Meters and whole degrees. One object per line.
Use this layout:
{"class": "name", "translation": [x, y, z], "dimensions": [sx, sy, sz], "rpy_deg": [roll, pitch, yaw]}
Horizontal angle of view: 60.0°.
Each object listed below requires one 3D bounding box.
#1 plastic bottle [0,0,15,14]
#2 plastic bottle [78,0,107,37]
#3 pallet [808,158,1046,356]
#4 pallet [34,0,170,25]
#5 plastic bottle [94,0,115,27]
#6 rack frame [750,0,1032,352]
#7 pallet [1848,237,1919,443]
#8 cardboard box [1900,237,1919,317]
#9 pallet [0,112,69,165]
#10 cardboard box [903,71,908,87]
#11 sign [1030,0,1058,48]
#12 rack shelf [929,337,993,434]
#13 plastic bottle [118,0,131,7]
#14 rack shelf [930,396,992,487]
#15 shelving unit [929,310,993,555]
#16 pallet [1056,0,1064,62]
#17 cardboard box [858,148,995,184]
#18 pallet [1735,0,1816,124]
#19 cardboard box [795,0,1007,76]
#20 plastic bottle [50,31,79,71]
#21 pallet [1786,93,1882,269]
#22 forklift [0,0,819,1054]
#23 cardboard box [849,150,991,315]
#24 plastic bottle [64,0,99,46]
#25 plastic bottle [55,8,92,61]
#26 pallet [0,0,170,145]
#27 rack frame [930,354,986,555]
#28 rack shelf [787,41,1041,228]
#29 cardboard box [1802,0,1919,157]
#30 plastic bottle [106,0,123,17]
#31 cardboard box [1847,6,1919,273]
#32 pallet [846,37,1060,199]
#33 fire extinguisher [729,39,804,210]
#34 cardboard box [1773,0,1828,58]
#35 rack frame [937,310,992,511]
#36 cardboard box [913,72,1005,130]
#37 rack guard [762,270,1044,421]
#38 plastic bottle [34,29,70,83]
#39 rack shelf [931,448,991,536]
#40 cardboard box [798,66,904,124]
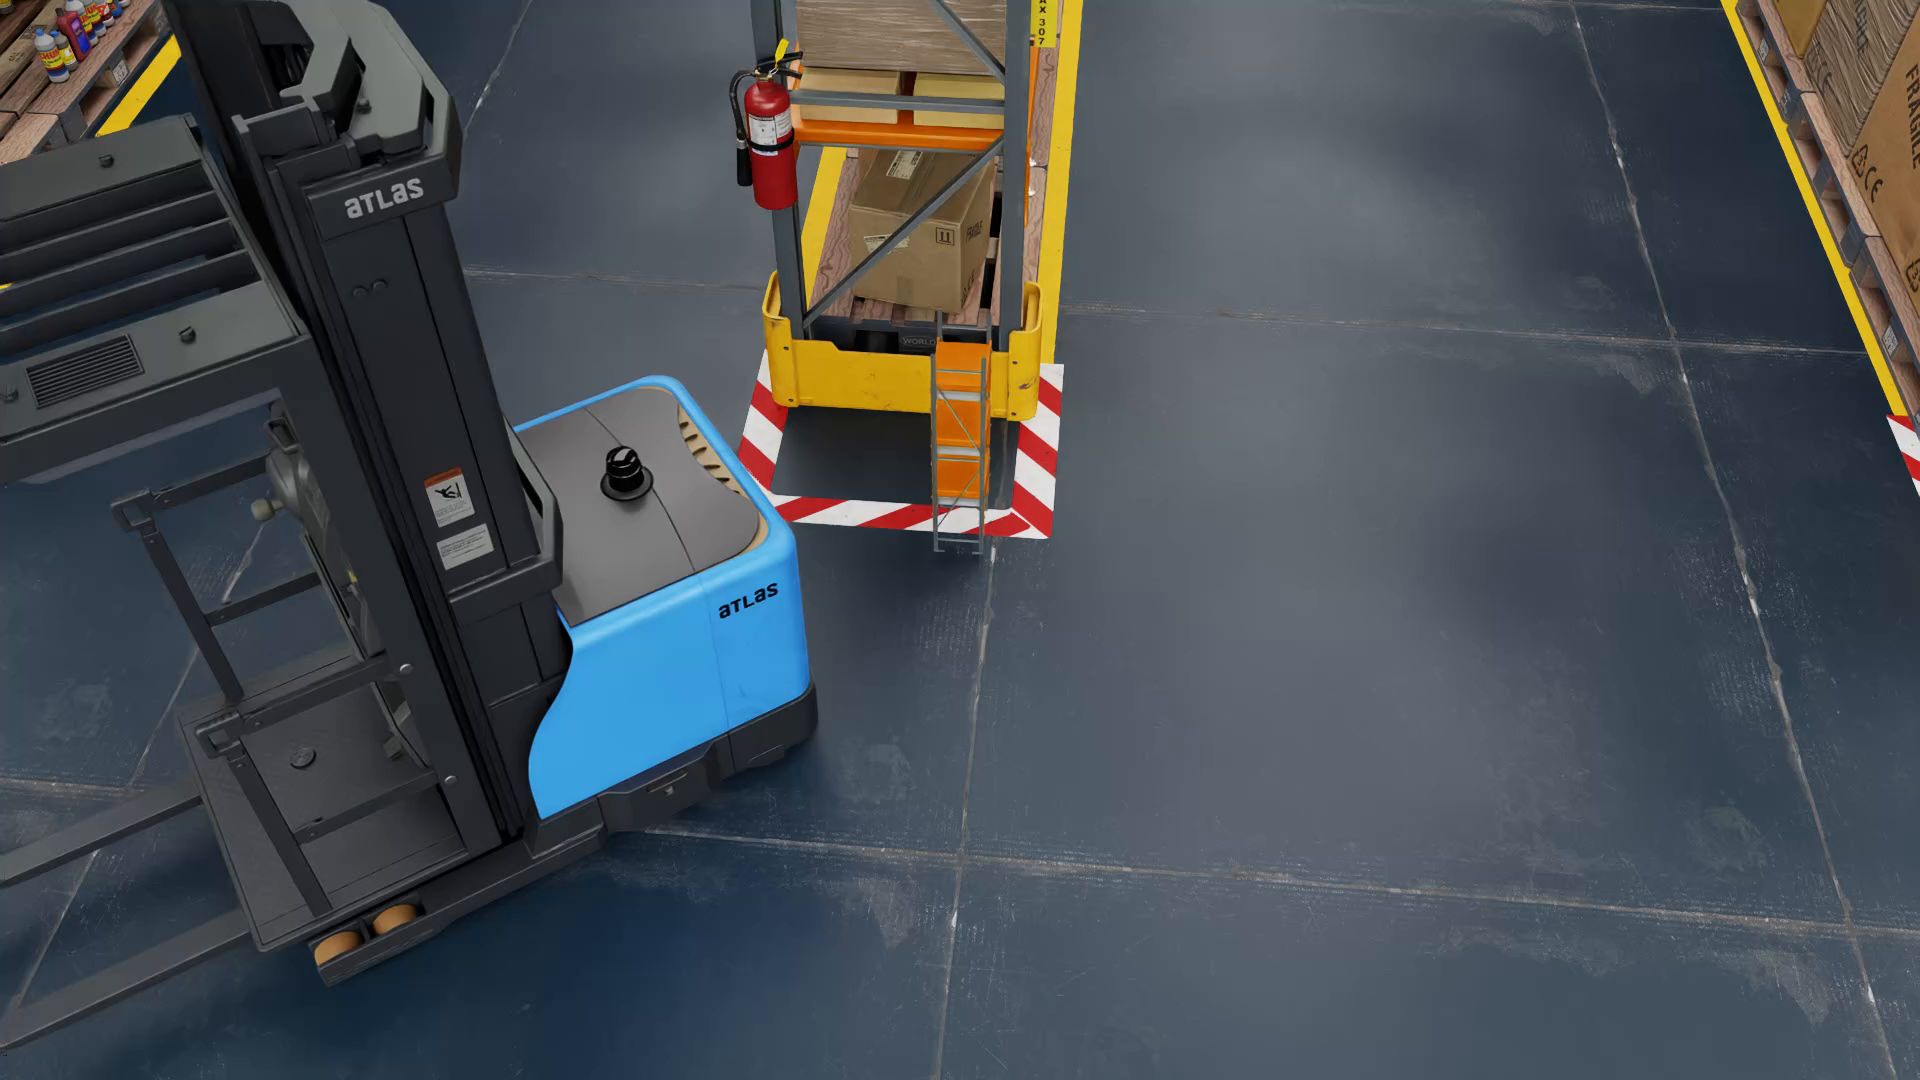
{"class": "plastic bottle", "translation": [-5.248, -2.984, 9.071], "dimensions": [0.097, 0.201, 0.097], "rpy_deg": [0, 48, 0]}
{"class": "plastic bottle", "translation": [-4.661, -2.834, 8.886], "dimensions": [0.097, 0.271, 0.097], "rpy_deg": [0, 48, 0]}
{"class": "pallet", "translation": [-0.129, -1.346, 7.864], "dimensions": [1.003, 0.211, 1.213], "rpy_deg": [4, 48, 4]}
{"class": "pallet", "translation": [-4.915, -3.477, 9.813], "dimensions": [1.003, 0.211, 1.213], "rpy_deg": [4, 48, 4]}
{"class": "plastic bottle", "translation": [-4.652, -2.883, 8.978], "dimensions": [0.097, 0.201, 0.097], "rpy_deg": [0, 48, 0]}
{"class": "rack frame", "translation": [-0.245, -1.637, 6.240], "dimensions": [1.000, 3.000, 0.127], "rpy_deg": [4, 48, 4]}
{"class": "pallet", "translation": [4.680, -0.880, 7.438], "dimensions": [1.003, 0.211, 1.213], "rpy_deg": [4, 48, 4]}
{"class": "cardboard box", "translation": [4.681, -1.156, 6.956], "dimensions": [0.875, 0.875, 0.875], "rpy_deg": [4, 48, 4]}
{"class": "pallet", "translation": [-5.138, -1.684, 8.173], "dimensions": [1.003, 0.211, 1.213], "rpy_deg": [4, 48, 4]}
{"class": "cardboard box", "translation": [-0.401, -1.959, 6.705], "dimensions": [0.380, 0.149, 0.250], "rpy_deg": [4, 48, 4]}
{"class": "sign", "translation": [0.296, -1.892, 5.887], "dimensions": [0.100, 0.325, 0.005], "rpy_deg": [4, 48, 4]}
{"class": "rack shelf", "translation": [0.005, -0.578, 6.223], "dimensions": [0.215, 0.259, 0.240], "rpy_deg": [4, 48, 4]}
{"class": "plastic bottle", "translation": [-4.633, -3.034, 9.117], "dimensions": [0.097, 0.201, 0.097], "rpy_deg": [0, 48, 0]}
{"class": "rack shelf", "translation": [0.005, -0.386, 6.432], "dimensions": [0.215, 0.259, 0.240], "rpy_deg": [4, 48, 4]}
{"class": "shelving unit", "translation": [0.005, -0.394, 6.424], "dimensions": [0.215, 1.050, 0.252], "rpy_deg": [4, 48, 4]}
{"class": "pallet", "translation": [0.094, -3.139, 9.504], "dimensions": [1.003, 0.211, 1.213], "rpy_deg": [4, 48, 4]}
{"class": "cardboard box", "translation": [-0.151, -1.834, 7.830], "dimensions": [0.500, 0.500, 0.500], "rpy_deg": [15, 49, 14]}
{"class": "pallet", "translation": [4.903, -2.673, 9.078], "dimensions": [1.003, 0.211, 1.213], "rpy_deg": [4, 48, 4]}
{"class": "cardboard box", "translation": [-0.167, -2.173, 6.461], "dimensions": [0.875, 0.500, 0.500], "rpy_deg": [4, 48, 4]}
{"class": "plastic bottle", "translation": [-4.692, -2.561, 8.684], "dimensions": [0.097, 0.201, 0.097], "rpy_deg": [0, 48, 0]}
{"class": "pallet", "translation": [4.794, -1.774, 8.256], "dimensions": [1.003, 0.211, 1.213], "rpy_deg": [4, 48, 4]}
{"class": "forklift", "translation": [-2.041, 0.002, 4.788], "dimensions": [3.031, 2.935, 1.130], "rpy_deg": [-24, 52, -21]}
{"class": "cardboard box", "translation": [-0.171, -1.392, 7.426], "dimensions": [0.500, 0.500, 0.500], "rpy_deg": [12, 49, 11]}
{"class": "plastic bottle", "translation": [-4.670, -2.760, 8.819], "dimensions": [0.097, 0.271, 0.097], "rpy_deg": [0, 48, 0]}
{"class": "plastic bottle", "translation": [-4.663, -2.678, 8.735], "dimensions": [0.061, 0.283, 0.133], "rpy_deg": [5, 48, 4]}
{"class": "pallet", "translation": [-5.024, -2.578, 8.991], "dimensions": [1.003, 0.211, 1.213], "rpy_deg": [4, 48, 4]}
{"class": "rack frame", "translation": [-0.006, -0.304, 6.342], "dimensions": [0.200, 1.050, 0.008], "rpy_deg": [4, 48, 4]}
{"class": "rack shelf", "translation": [-0.063, -2.863, 7.850], "dimensions": [1.077, 0.370, 4.000], "rpy_deg": [4, 48, 4]}
{"class": "cardboard box", "translation": [4.844, -2.473, 8.160], "dimensions": [0.875, 0.875, 0.875], "rpy_deg": [4, 48, 4]}
{"class": "plastic bottle", "translation": [-4.643, -2.983, 9.022], "dimensions": [0.097, 0.271, 0.097], "rpy_deg": [0, 48, 0]}
{"class": "cardboard box", "translation": [4.759, -1.803, 7.547], "dimensions": [0.875, 0.875, 0.875], "rpy_deg": [3, 48, 3]}
{"class": "pallet", "translation": [-0.015, -2.240, 8.682], "dimensions": [1.003, 0.211, 1.213], "rpy_deg": [4, 48, 4]}
{"class": "fire extinguisher", "translation": [-0.714, -1.557, 6.220], "dimensions": [0.296, 0.674, 0.183], "rpy_deg": [4, 48, 4]}
{"class": "cardboard box", "translation": [4.923, -3.135, 8.766], "dimensions": [0.875, 0.875, 0.875], "rpy_deg": [5, 48, 4]}
{"class": "rack frame", "translation": [0.016, -0.483, 6.506], "dimensions": [0.200, 1.050, 0.008], "rpy_deg": [4, 48, 4]}
{"class": "cardboard box", "translation": [0.019, -1.745, 6.510], "dimensions": [0.380, 0.149, 0.250], "rpy_deg": [4, 48, 4]}
{"class": "rack guard", "translation": [-0.238, -0.849, 7.213], "dimensions": [1.175, 0.500, 0.348], "rpy_deg": [4, 48, 4]}
{"class": "plastic bottle", "translation": [-4.702, -2.509, 8.588], "dimensions": [0.097, 0.271, 0.097], "rpy_deg": [0, 48, 0]}
{"class": "rack shelf", "translation": [0.005, -0.199, 6.637], "dimensions": [0.215, 0.259, 0.240], "rpy_deg": [4, 48, 4]}
{"class": "cardboard box", "translation": [-0.424, -1.775, 6.537], "dimensions": [0.380, 0.149, 0.250], "rpy_deg": [4, 48, 4]}
